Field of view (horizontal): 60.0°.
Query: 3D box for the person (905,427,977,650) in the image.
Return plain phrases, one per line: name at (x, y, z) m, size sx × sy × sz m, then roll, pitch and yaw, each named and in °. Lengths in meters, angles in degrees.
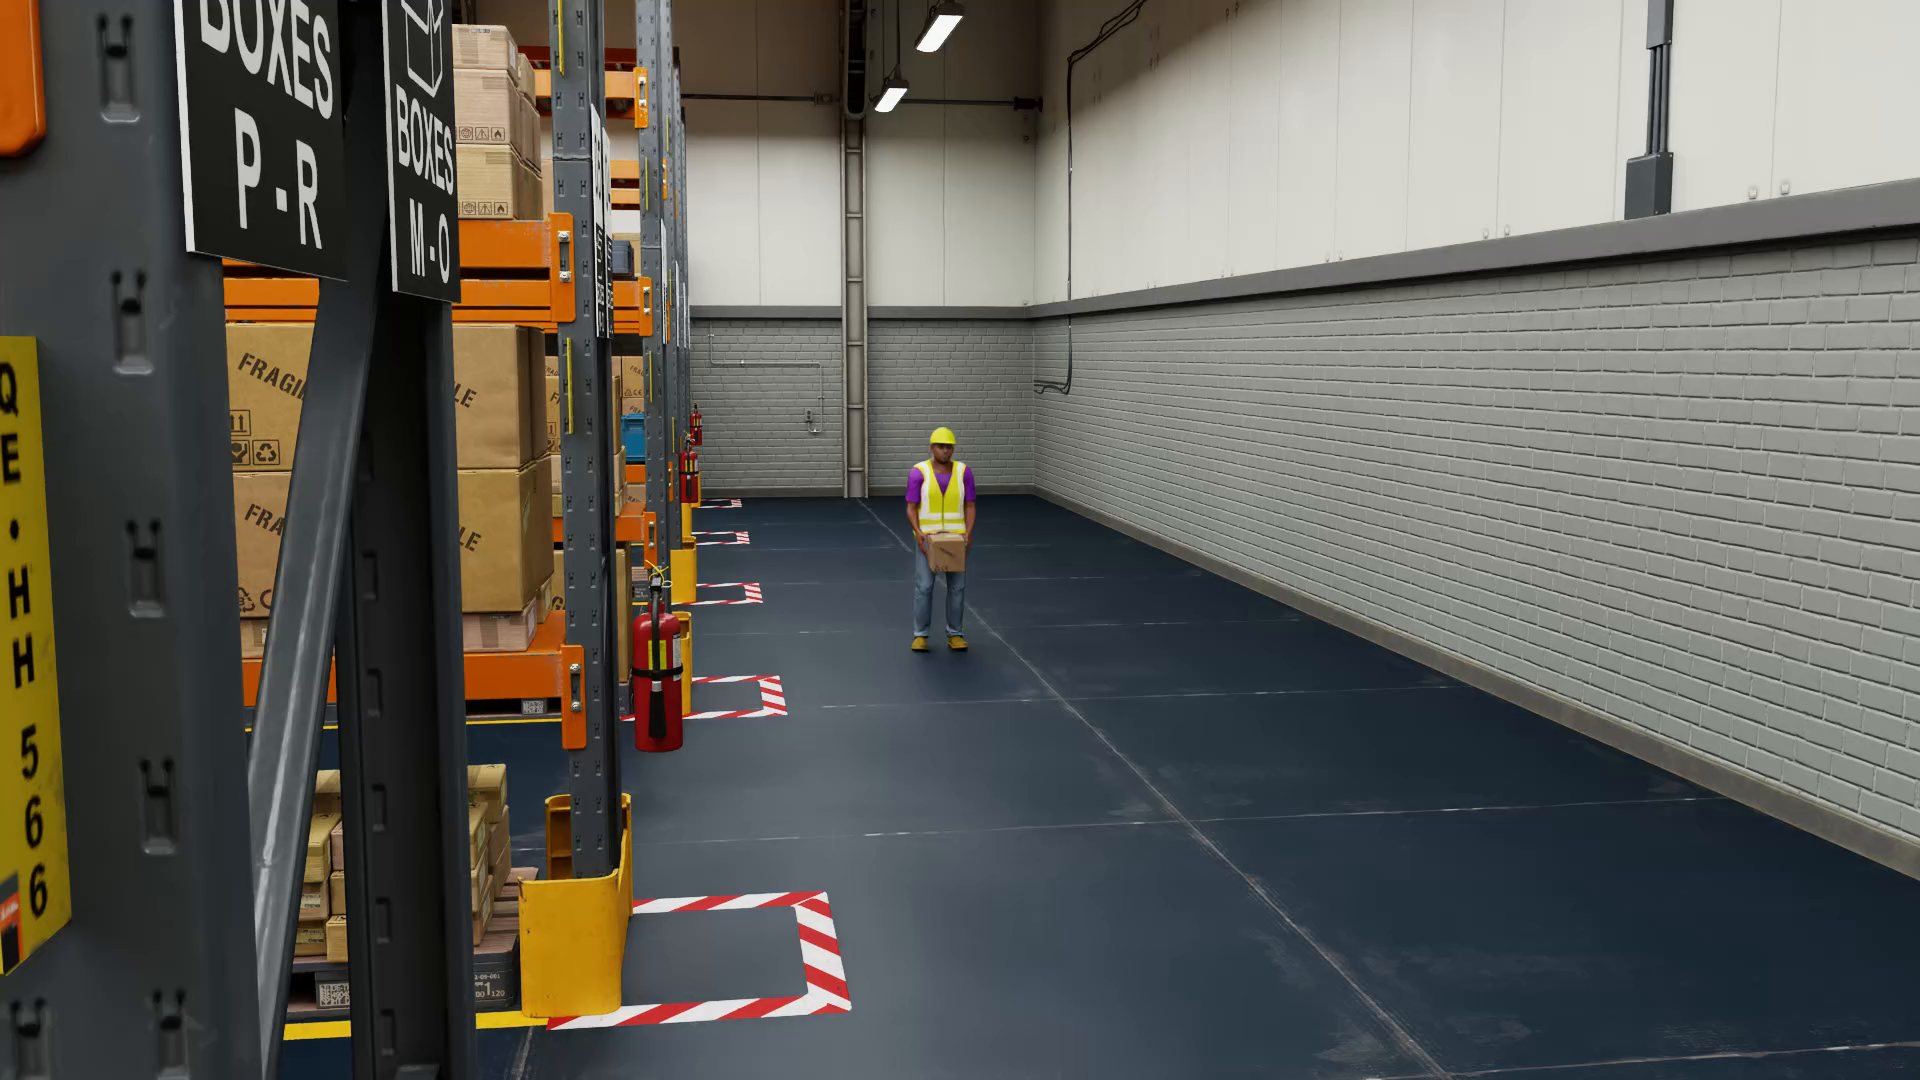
person at (-0.142, -0.011, 13.206) m, size 0.572 × 1.767 × 0.470 m, roll -1°, pitch 7°, yaw -10°
